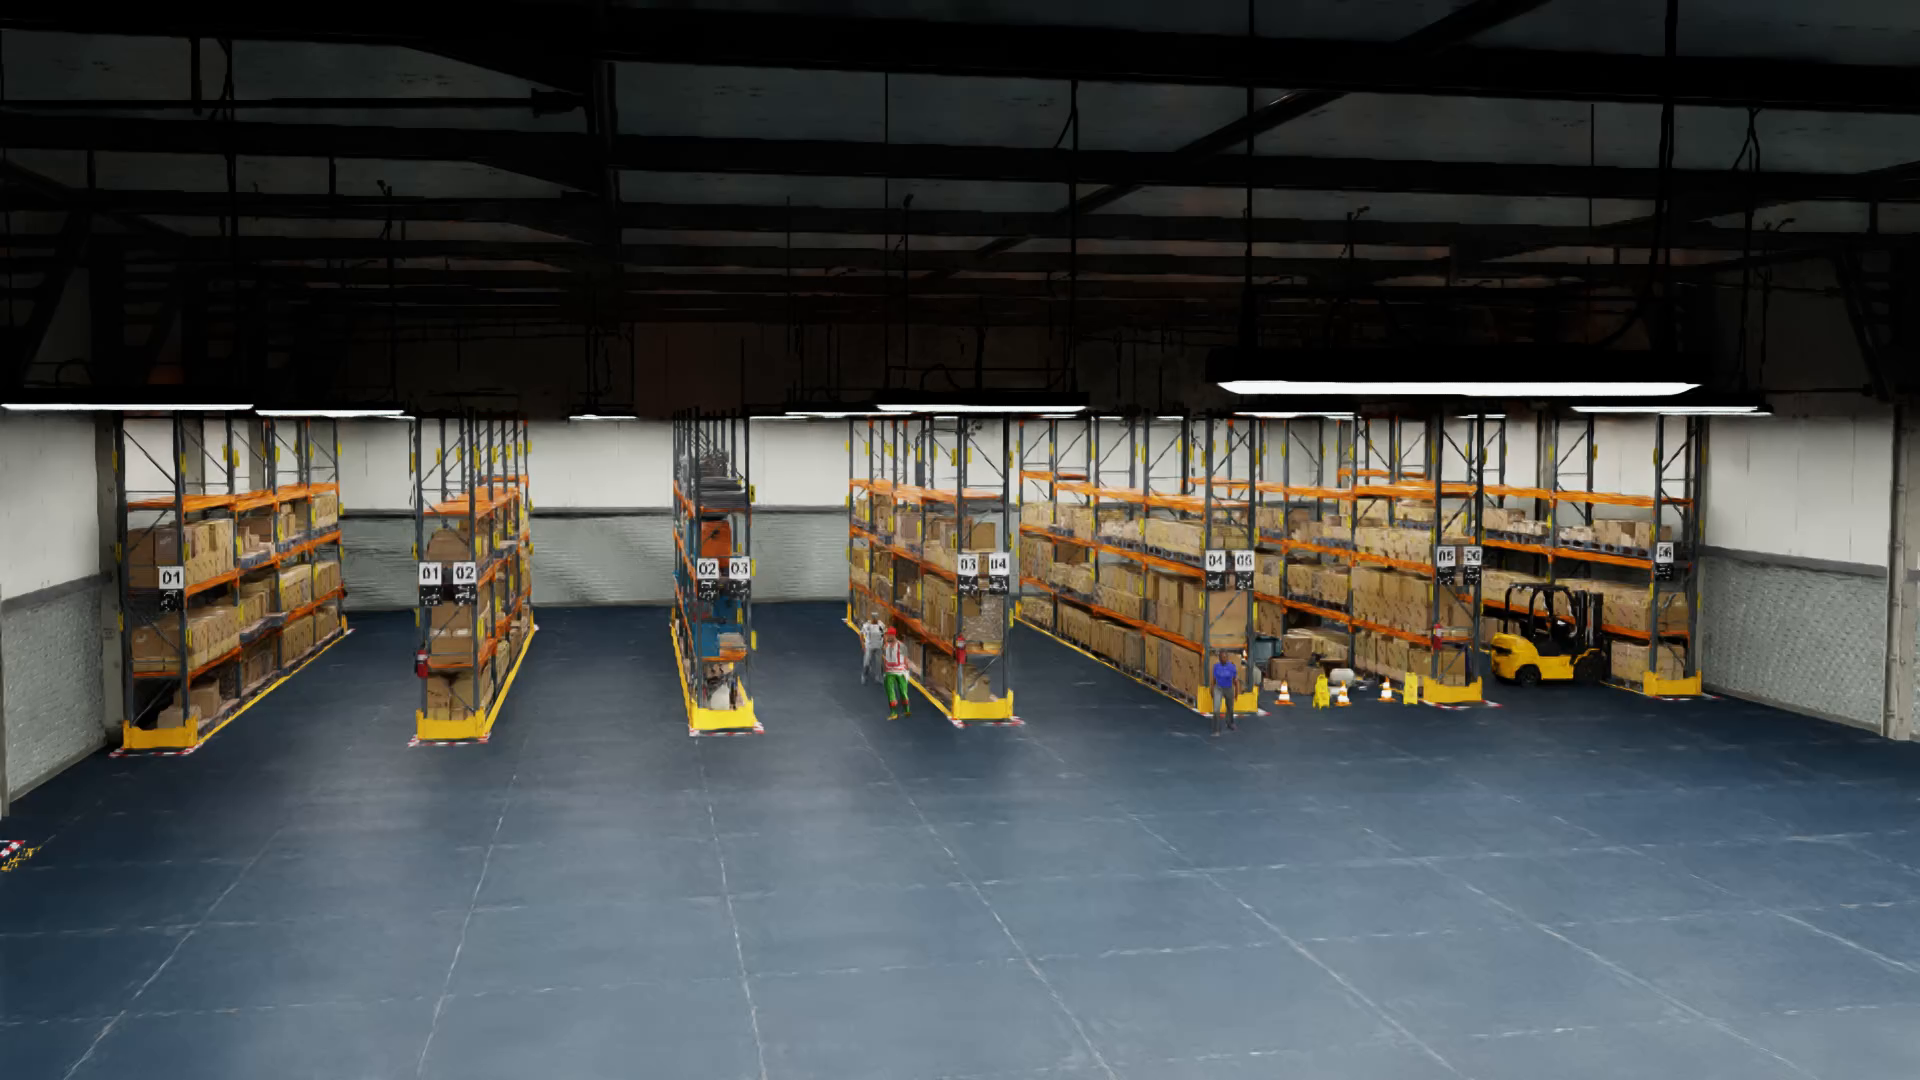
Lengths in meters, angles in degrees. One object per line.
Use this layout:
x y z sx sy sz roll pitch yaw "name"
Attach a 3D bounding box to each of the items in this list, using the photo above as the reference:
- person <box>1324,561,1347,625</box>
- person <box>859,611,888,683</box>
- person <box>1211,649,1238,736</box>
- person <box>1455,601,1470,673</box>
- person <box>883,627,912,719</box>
10.588 1.487 46.837 0.610 1.776 0.656 1 4 7 "person"
-1.887 2.340 36.392 0.625 1.611 0.582 -1 4 -13 "person"
4.845 2.767 30.408 0.505 1.578 0.937 1 4 9 "person"
11.362 2.202 37.846 0.471 1.652 0.523 1 4 19 "person"
-1.208 2.556 32.150 0.574 1.776 0.573 2 4 25 "person"
